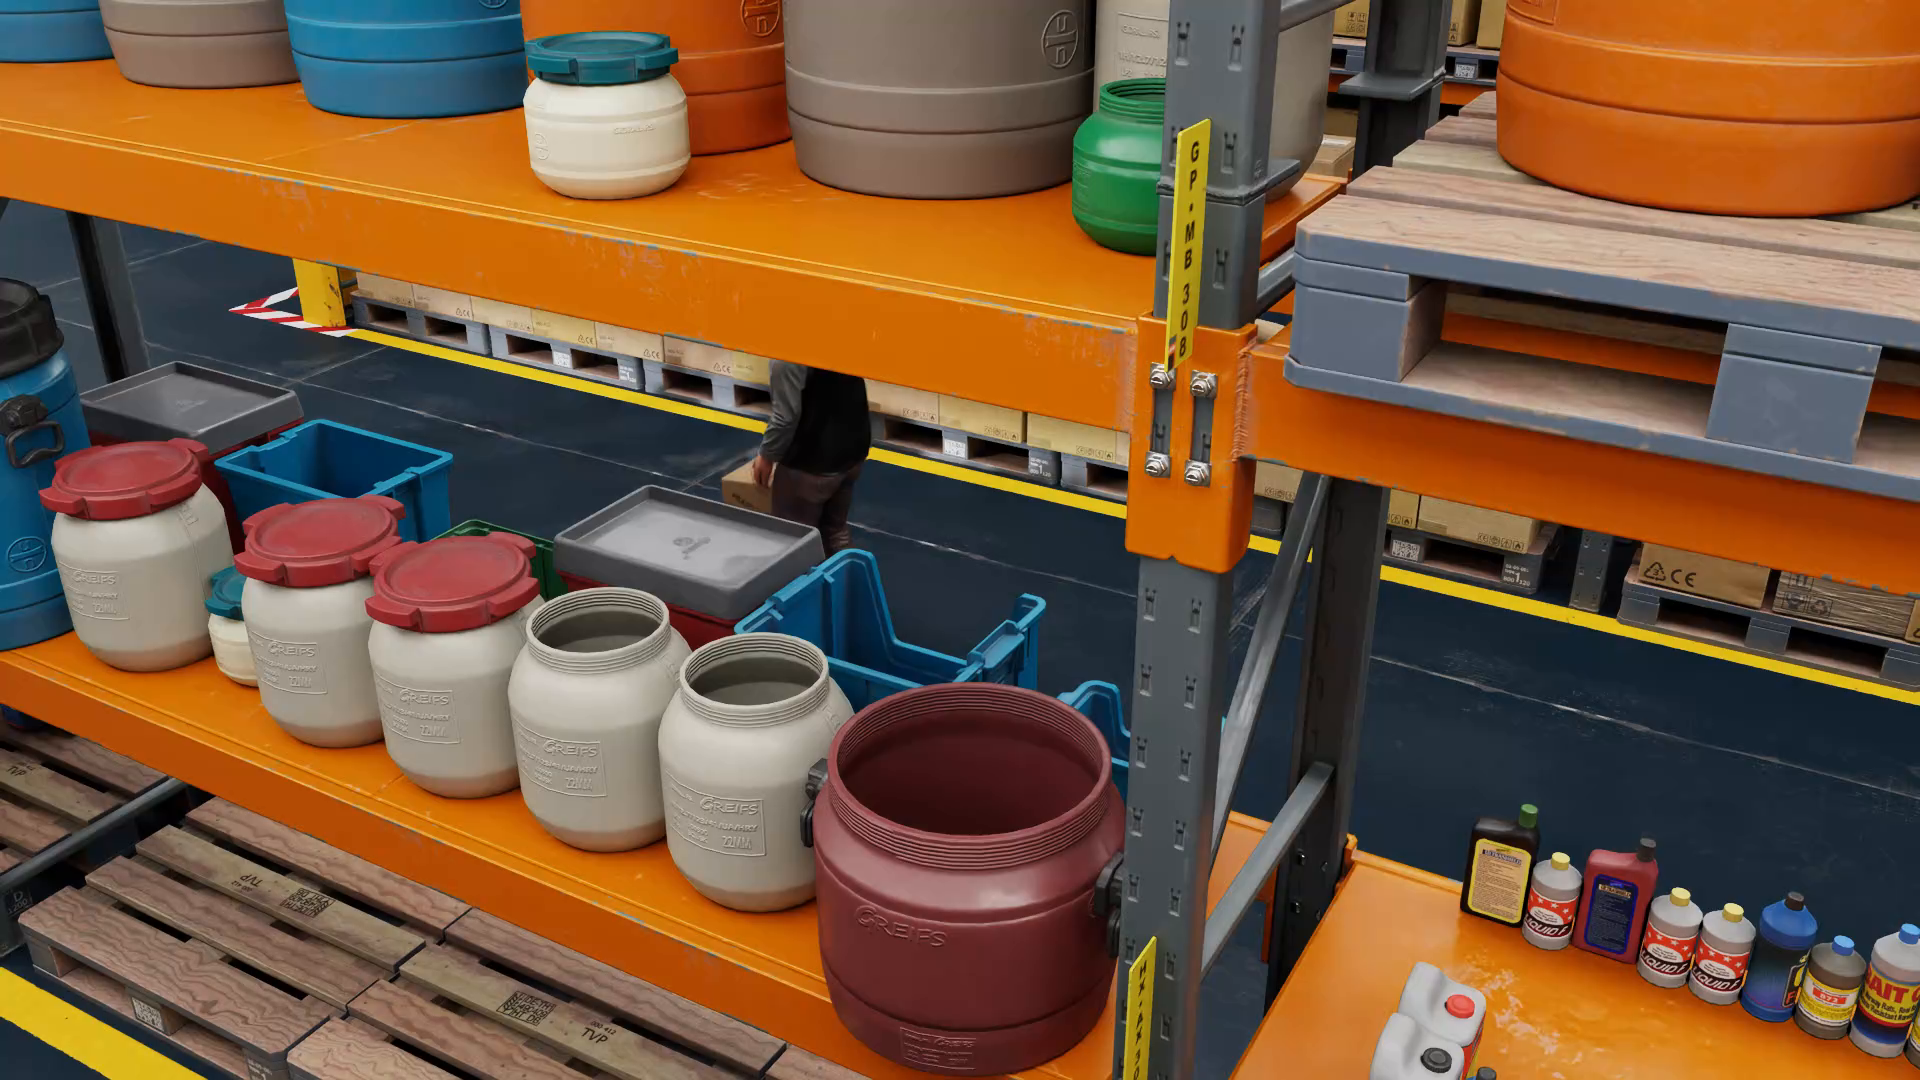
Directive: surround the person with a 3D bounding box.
[{"bbox_3d":[-0.608,-0.341,6.823,0.471,1.726,0.556,13,29,25],"label":"person"}]
